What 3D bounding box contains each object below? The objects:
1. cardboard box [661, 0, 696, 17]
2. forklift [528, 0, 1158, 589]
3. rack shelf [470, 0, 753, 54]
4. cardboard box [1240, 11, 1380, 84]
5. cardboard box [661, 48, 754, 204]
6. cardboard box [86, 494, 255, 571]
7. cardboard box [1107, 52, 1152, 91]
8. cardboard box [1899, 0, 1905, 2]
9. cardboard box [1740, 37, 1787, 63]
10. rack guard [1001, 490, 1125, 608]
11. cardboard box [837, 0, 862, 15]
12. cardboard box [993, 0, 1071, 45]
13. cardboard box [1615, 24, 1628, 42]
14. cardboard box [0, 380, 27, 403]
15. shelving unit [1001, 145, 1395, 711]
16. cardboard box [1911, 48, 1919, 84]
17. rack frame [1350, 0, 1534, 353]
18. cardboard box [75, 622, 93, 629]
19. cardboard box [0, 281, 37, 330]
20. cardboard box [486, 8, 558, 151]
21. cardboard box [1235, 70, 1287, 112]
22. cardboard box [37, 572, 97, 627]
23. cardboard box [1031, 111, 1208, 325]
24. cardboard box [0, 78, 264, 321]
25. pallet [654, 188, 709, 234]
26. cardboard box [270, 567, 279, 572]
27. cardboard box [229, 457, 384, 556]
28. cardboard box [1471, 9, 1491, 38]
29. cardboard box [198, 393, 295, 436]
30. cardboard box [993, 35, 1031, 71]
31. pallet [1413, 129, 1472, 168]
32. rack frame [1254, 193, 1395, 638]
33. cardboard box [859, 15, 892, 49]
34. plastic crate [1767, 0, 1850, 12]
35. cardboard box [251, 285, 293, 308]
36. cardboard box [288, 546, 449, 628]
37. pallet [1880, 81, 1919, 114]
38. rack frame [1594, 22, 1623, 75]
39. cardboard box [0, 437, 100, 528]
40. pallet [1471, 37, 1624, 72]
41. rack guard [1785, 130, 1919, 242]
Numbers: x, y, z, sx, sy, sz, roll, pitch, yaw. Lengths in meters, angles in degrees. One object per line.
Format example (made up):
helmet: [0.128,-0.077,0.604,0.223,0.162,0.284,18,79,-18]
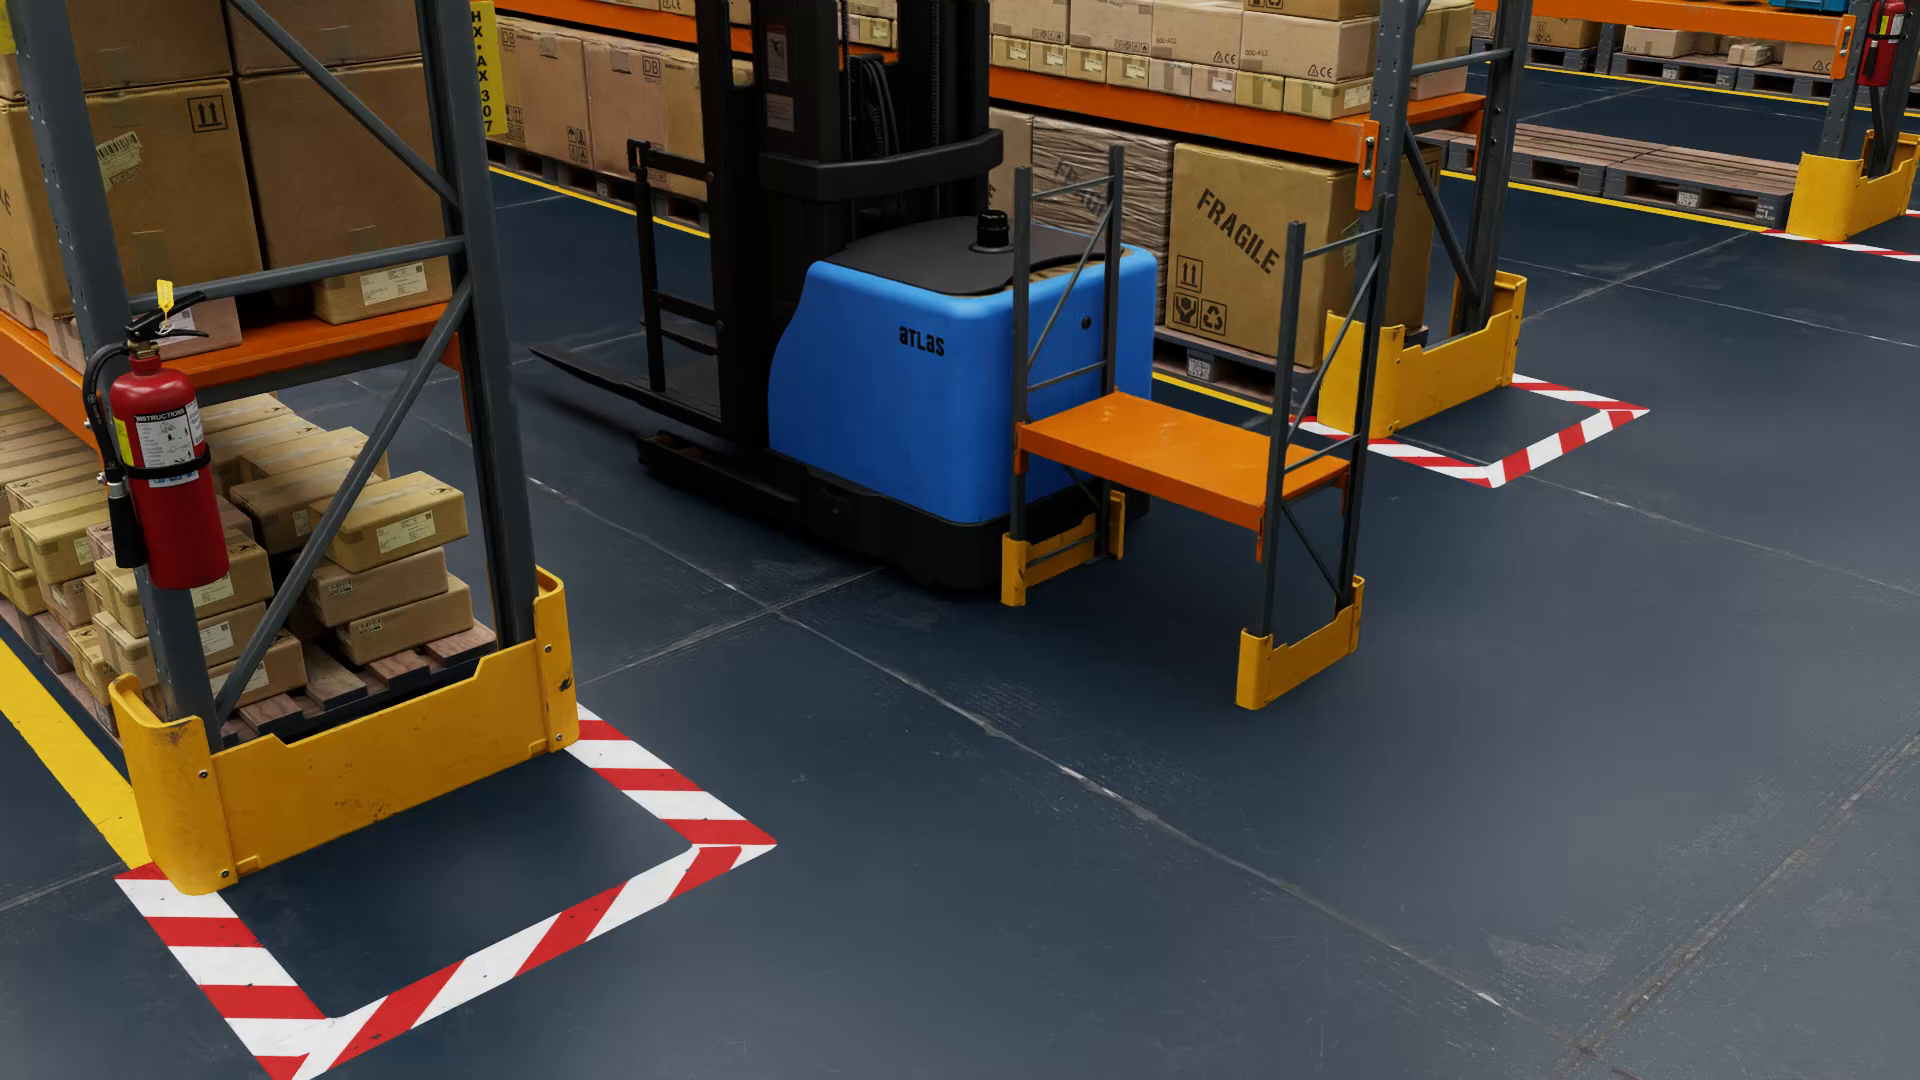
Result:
cardboard box: [-1.496,-3.488,10.161,0.500,0.500,0.500,-20,31,-37]
forklift: [-0.679,-1.677,6.395,3.031,2.935,1.130,22,33,40]
rack shelf: [-2.011,-3.505,11.185,1.077,0.370,4.000,-21,32,-38]
cardboard box: [1.565,-2.153,7.178,0.500,0.250,0.500,-22,32,-39]
cardboard box: [-1.096,-2.639,10.474,1.225,0.875,0.875,-21,32,-38]
cardboard box: [-2.276,0.016,4.812,0.380,0.149,0.250,-20,32,-37]
cardboard box: [0.907,-2.224,7.813,0.380,0.149,0.250,-22,33,-40]
cardboard box: [10.640,-6.240,18.820,0.700,0.500,0.500,-21,32,-38]
cardboard box: [7.699,-4.693,15.632,0.500,0.311,0.500,-21,32,-38]
rack guard: [0.371,0.025,5.893,0.087,0.250,0.587,22,33,40]
cardboard box: [-0.514,-3.077,9.202,0.500,0.250,0.500,-22,32,-39]
cardboard box: [0.512,-2.618,8.196,0.500,0.250,0.500,-21,32,-38]
cardboard box: [6.437,-5.314,16.766,0.500,0.500,0.500,22,33,39]
cardboard box: [-3.340,-0.456,5.849,0.250,0.149,0.380,22,33,40]
shelving unit: [0.725,-0.398,5.315,1.083,1.500,0.587,22,33,40]
cardboard box: [8.145,-4.164,14.546,0.500,0.250,0.500,-21,32,-38]
rack frame: [2.090,-2.014,7.051,1.000,3.000,0.127,-21,32,-38]
cardboard box: [-2.479,0.214,5.096,0.380,0.149,0.250,-21,32,-39]
cardboard box: [-2.354,-0.700,4.473,0.380,0.149,0.250,-22,32,-39]
cardboard box: [-2.921,-3.448,12.247,0.875,0.875,1.225,22,32,39]
cardboard box: [1.427,-1.993,7.307,0.380,0.149,0.250,-21,32,-38]
cardboard box: [-2.525,0.097,4.994,0.250,0.149,0.380,22,33,40]
cardboard box: [0.972,-1.686,8.385,0.875,0.875,0.875,-21,32,-38]
cardboard box: [-2.095,-0.882,4.090,0.500,0.500,0.500,-20,32,-37]
pallet: [-1.226,-2.170,10.752,1.003,0.211,1.213,-21,32,-38]
cardboard box: [-2.137,0.089,5.369,0.380,0.149,0.250,-21,32,-38]
cardboard box: [-1.986,-0.107,5.083,0.380,0.149,0.250,-21,32,-38]
cardboard box: [5.369,-5.471,17.109,0.500,0.500,0.500,-21,32,-38]
cardboard box: [-2.477,-0.358,5.633,0.380,0.149,0.250,-20,31,-37]
cardboard box: [0.382,-2.456,8.323,0.380,0.149,0.250,-22,33,-40]
pallet: [3.502,-3.151,12.902,1.003,0.211,1.213,-21,32,-38]
rack frame: [1.080,-0.252,4.996,0.032,1.500,0.500,22,33,40]
cardboard box: [-0.324,-2.769,9.008,0.380,0.149,0.250,-20,31,-37]
plastic crate: [5.340,-3.511,10.218,0.616,0.435,0.499,-21,32,-38]
cardboard box: [-1.786,-0.780,4.649,0.380,0.149,0.250,-20,31,-37]
cardboard box: [-1.770,0.101,4.985,0.380,0.149,0.250,-20,31,-36]
pallet: [8.726,-3.819,14.367,1.003,0.211,1.213,-21,32,-38]
rack frame: [6.590,-6.035,15.866,1.000,3.000,0.127,-21,32,-38]
cardboard box: [-2.901,-0.188,5.260,0.380,0.149,0.250,-20,31,-37]
pallet: [6.006,-5.002,16.961,1.003,0.211,1.213,-21,32,-38]
rack guard: [5.731,-2.279,10.642,1.175,0.500,0.348,-21,32,-38]
